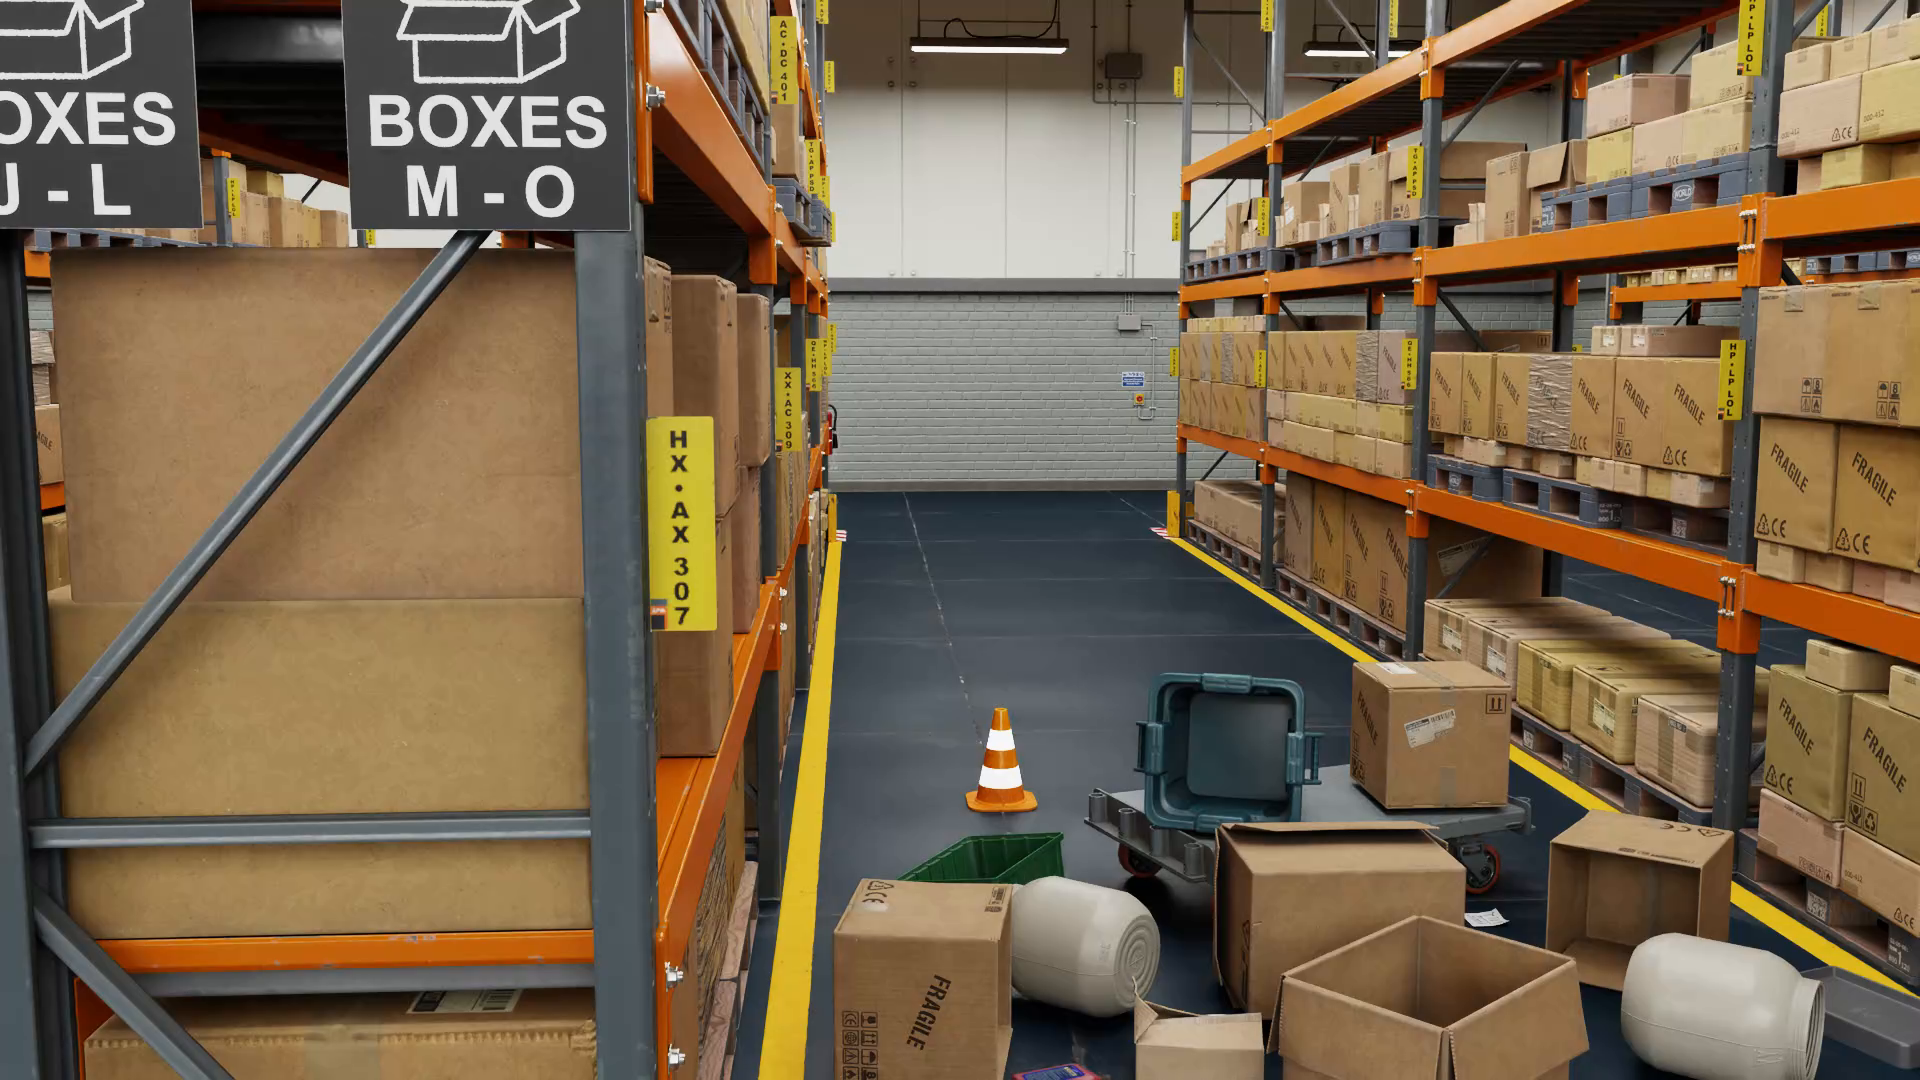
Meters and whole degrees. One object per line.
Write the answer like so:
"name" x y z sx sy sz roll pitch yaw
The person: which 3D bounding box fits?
"person" 0.994 -1.380 13.443 12.306 2.400 19.130 -3 8 -23
